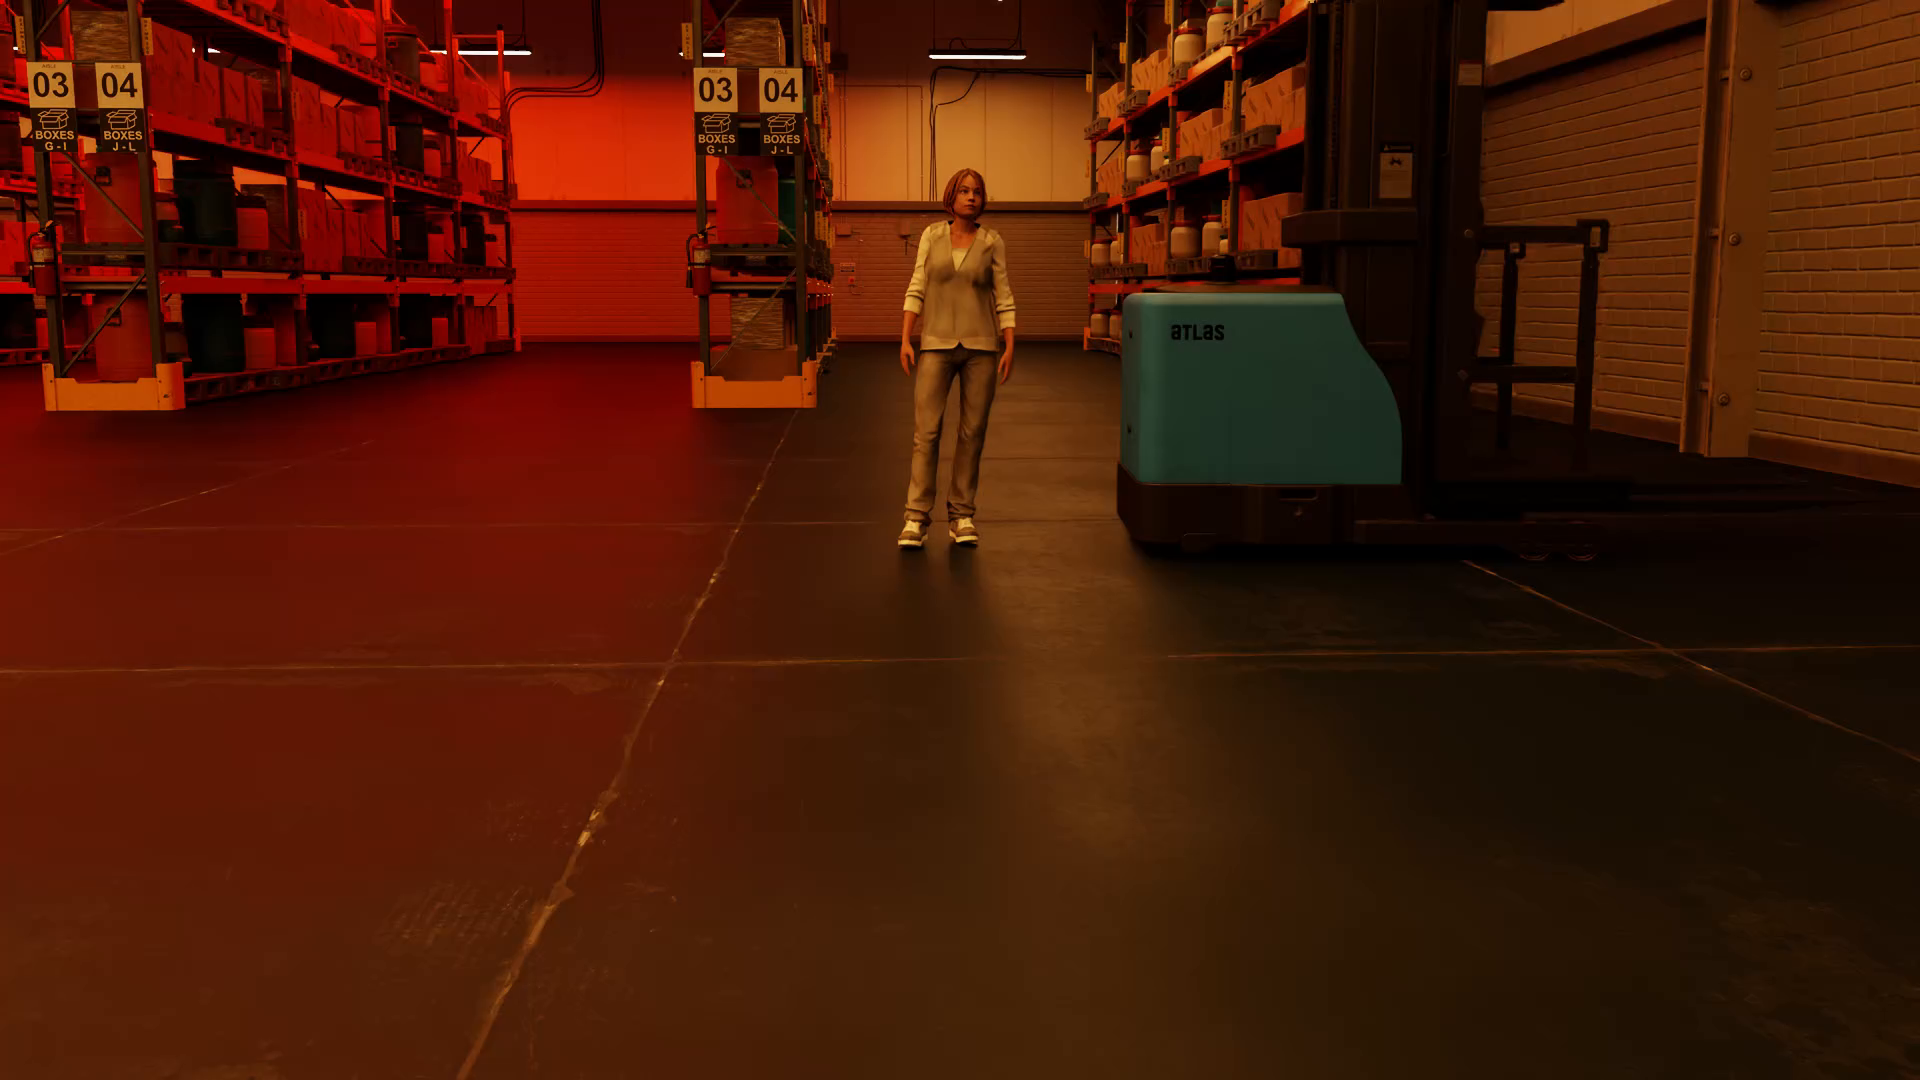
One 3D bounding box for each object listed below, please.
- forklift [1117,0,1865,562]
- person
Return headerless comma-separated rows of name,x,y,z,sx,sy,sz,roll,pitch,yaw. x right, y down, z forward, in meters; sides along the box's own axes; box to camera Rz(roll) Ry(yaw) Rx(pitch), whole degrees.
forklift,2.235,-1.441,7.036,3.031,2.935,1.130,0,8,0
person,-0.009,-0.784,7.109,0.505,1.598,0.482,0,8,0
